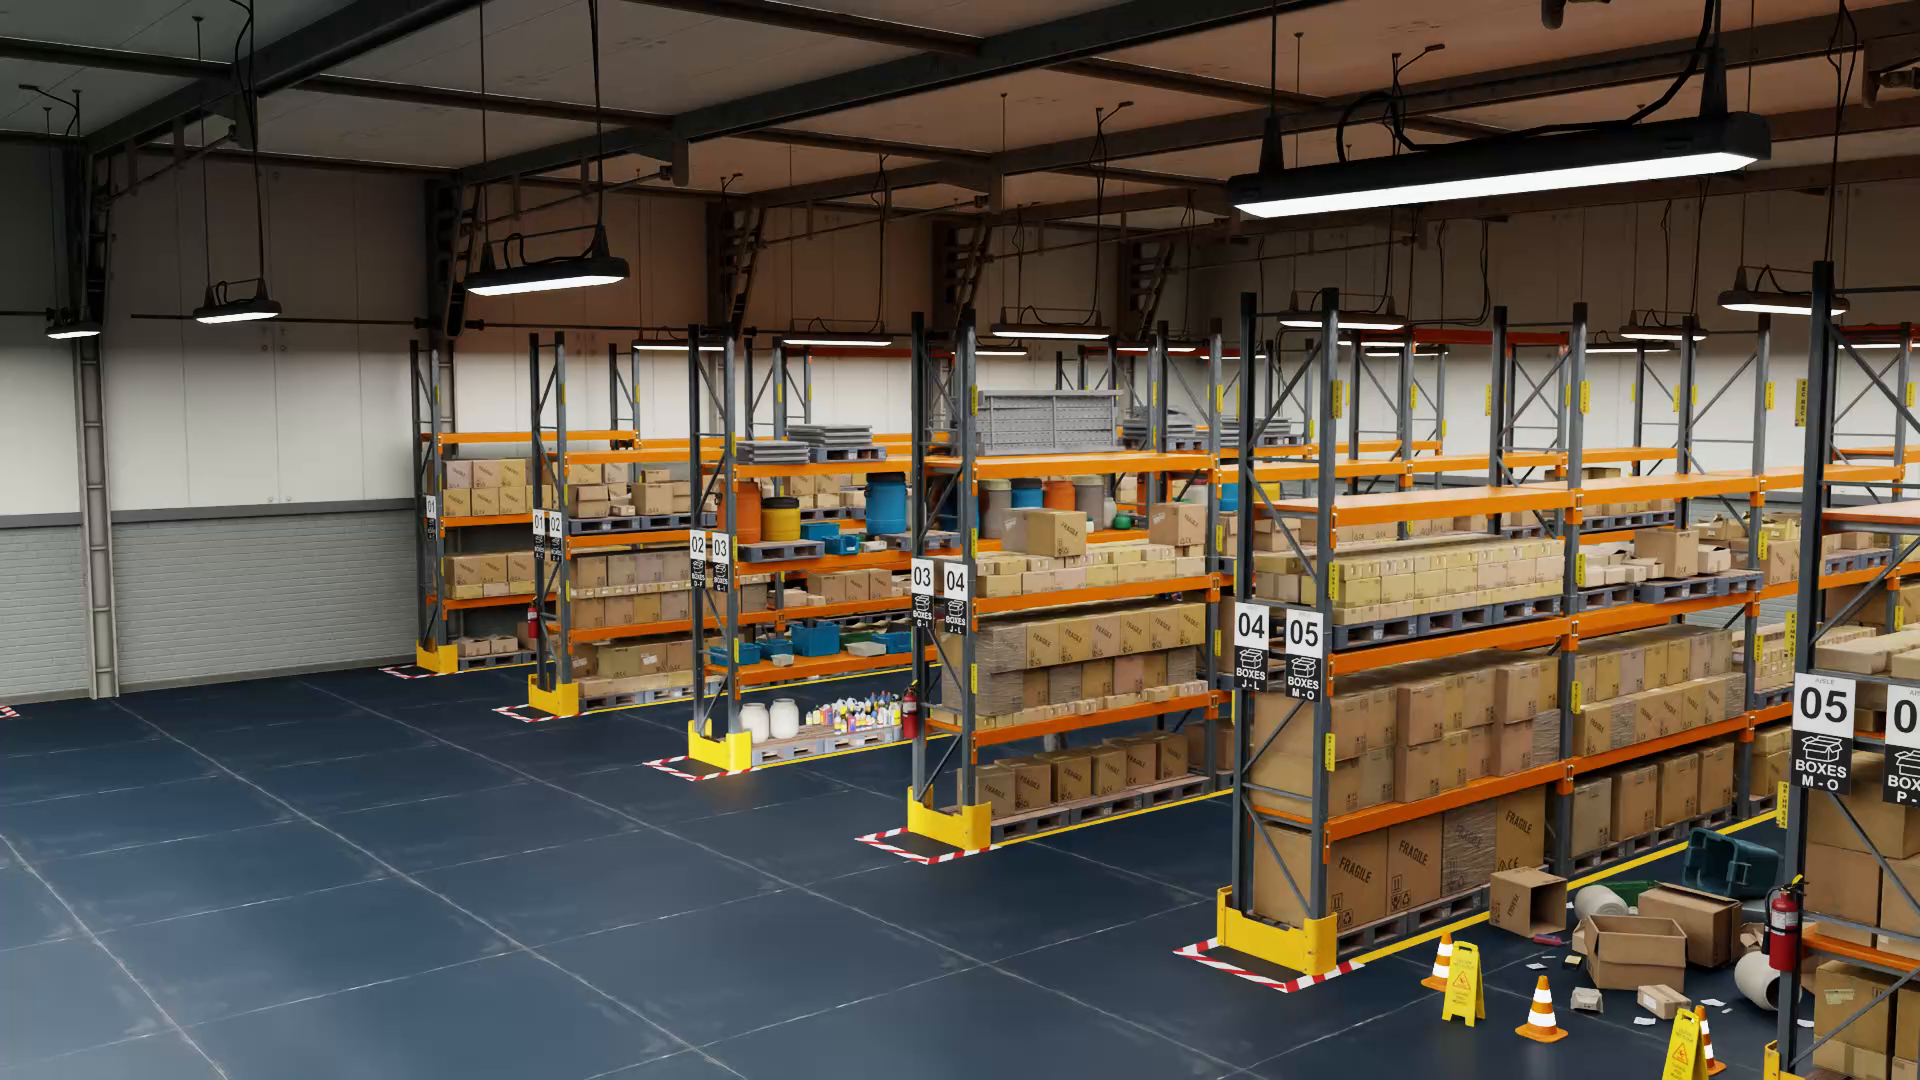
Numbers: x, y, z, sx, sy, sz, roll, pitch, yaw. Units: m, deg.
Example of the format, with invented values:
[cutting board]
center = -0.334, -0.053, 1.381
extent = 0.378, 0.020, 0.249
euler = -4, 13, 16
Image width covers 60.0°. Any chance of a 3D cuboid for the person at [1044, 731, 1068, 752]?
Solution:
[person]
center = 1.275, 2.222, 22.269
extent = 0.445, 1.773, 0.543
euler = 3, 6, 30
